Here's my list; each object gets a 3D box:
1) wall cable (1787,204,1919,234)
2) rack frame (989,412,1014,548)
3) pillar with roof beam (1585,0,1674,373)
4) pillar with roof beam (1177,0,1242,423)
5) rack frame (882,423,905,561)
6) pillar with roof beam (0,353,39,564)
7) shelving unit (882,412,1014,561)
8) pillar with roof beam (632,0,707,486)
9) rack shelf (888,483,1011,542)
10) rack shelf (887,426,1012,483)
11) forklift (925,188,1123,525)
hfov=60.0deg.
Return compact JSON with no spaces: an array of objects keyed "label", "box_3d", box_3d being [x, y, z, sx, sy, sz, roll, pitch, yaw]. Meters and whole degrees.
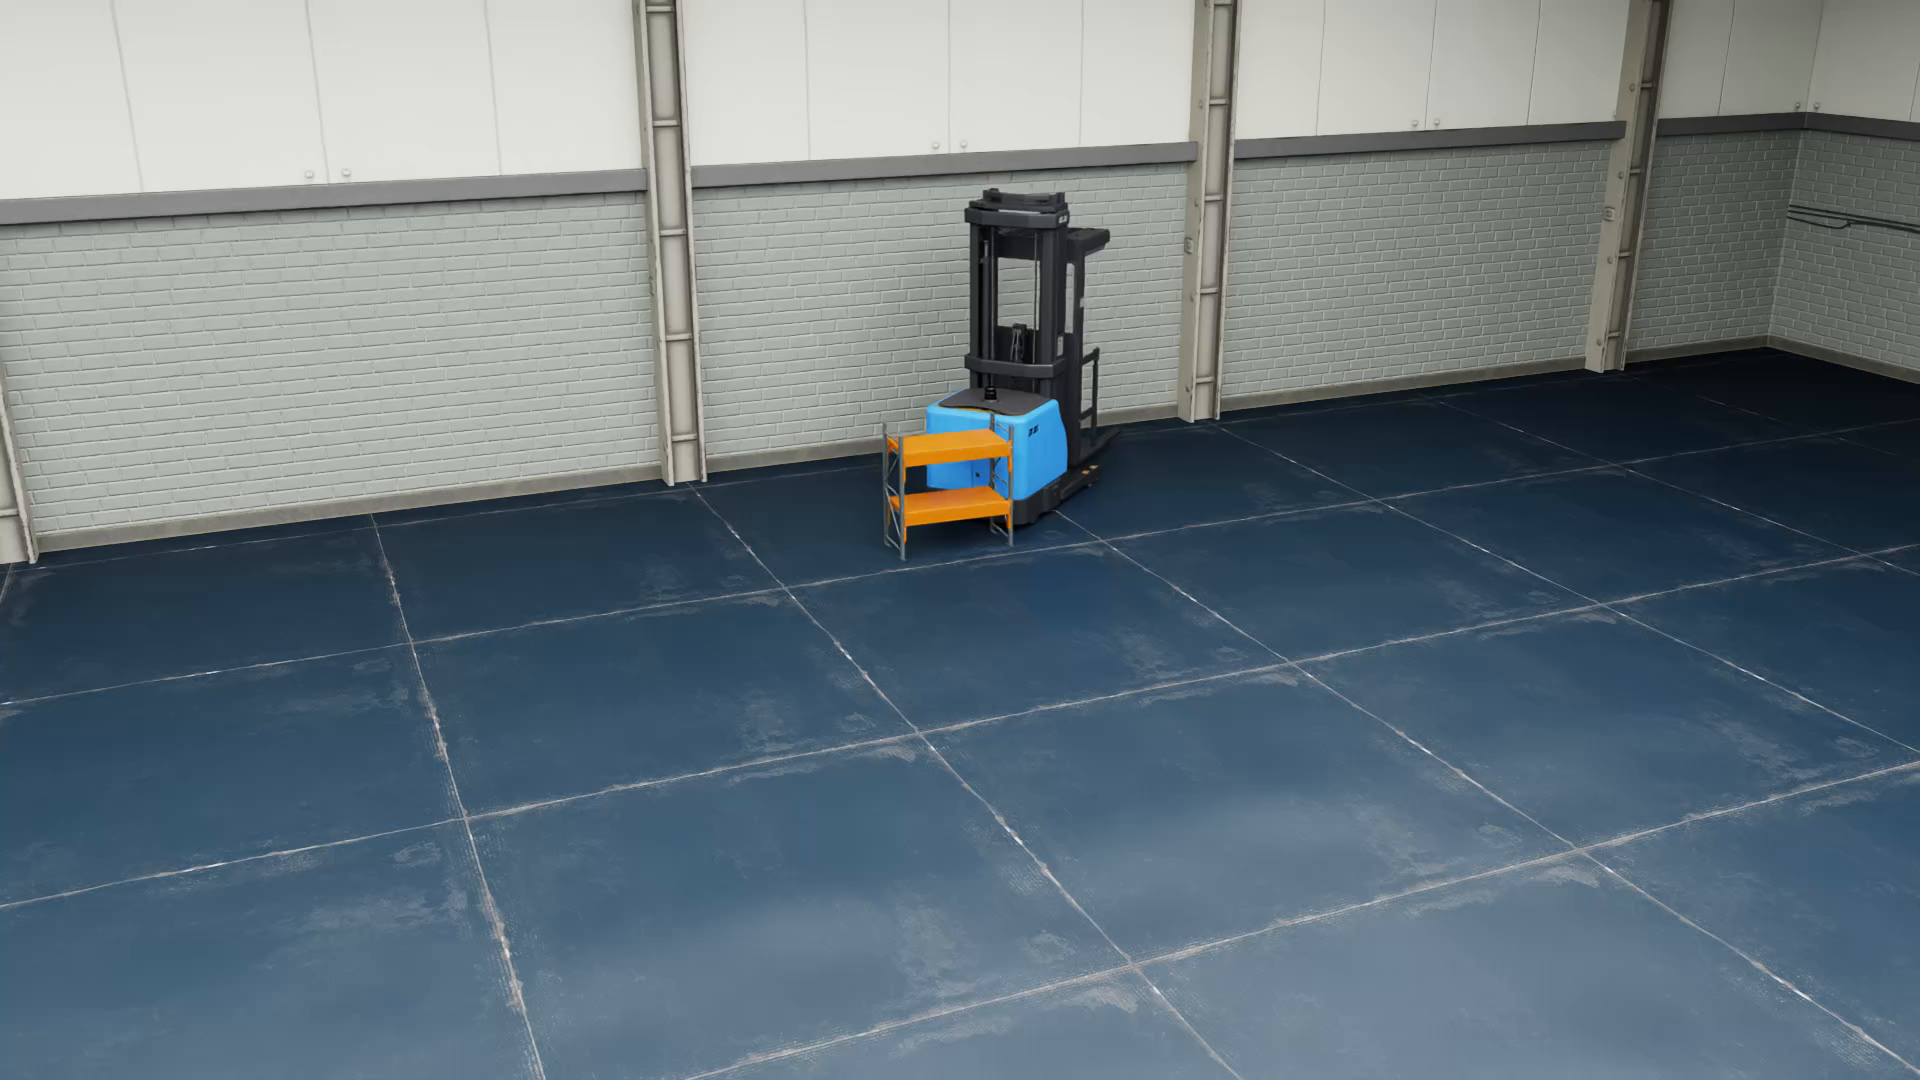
[{"label":"wall cable","box_3d":[11.463,-4.955,20.254,0.112,2.526,3.097,-8,21,-22]},{"label":"rack frame","box_3d":[0.371,-0.540,14.896,0.032,1.125,0.500,-7,21,-19]},{"label":"pillar with roof beam","box_3d":[9.940,-5.123,16.054,0.400,9.000,9.100,-8,21,-22]},{"label":"pillar with roof beam","box_3d":[4.430,-4.333,13.813,0.400,9.000,9.100,-8,21,-22]},{"label":"rack frame","box_3d":[-0.582,-0.422,14.561,0.032,1.125,0.500,-7,21,-19]},{"label":"pillar with roof beam","box_3d":[-6.588,-2.755,9.329,0.400,9.000,9.100,-8,21,-22]},{"label":"shelving unit","box_3d":[-0.106,-0.481,14.728,1.048,1.125,0.538,-7,21,-19]},{"label":"pillar with roof beam","box_3d":[-1.079,-3.544,11.571,0.400,9.000,9.100,-8,21,-22]},{"label":"rack shelf","box_3d":[-0.106,-0.251,14.810,1.000,0.278,0.538,-7,21,-19]},{"label":"rack shelf","box_3d":[-0.106,-0.757,14.631,1.000,0.278,0.538,-7,21,-19]},{"label":"forklift","box_3d":[0.773,-1.967,16.229,1.130,2.935,3.031,9,21,25]}]
